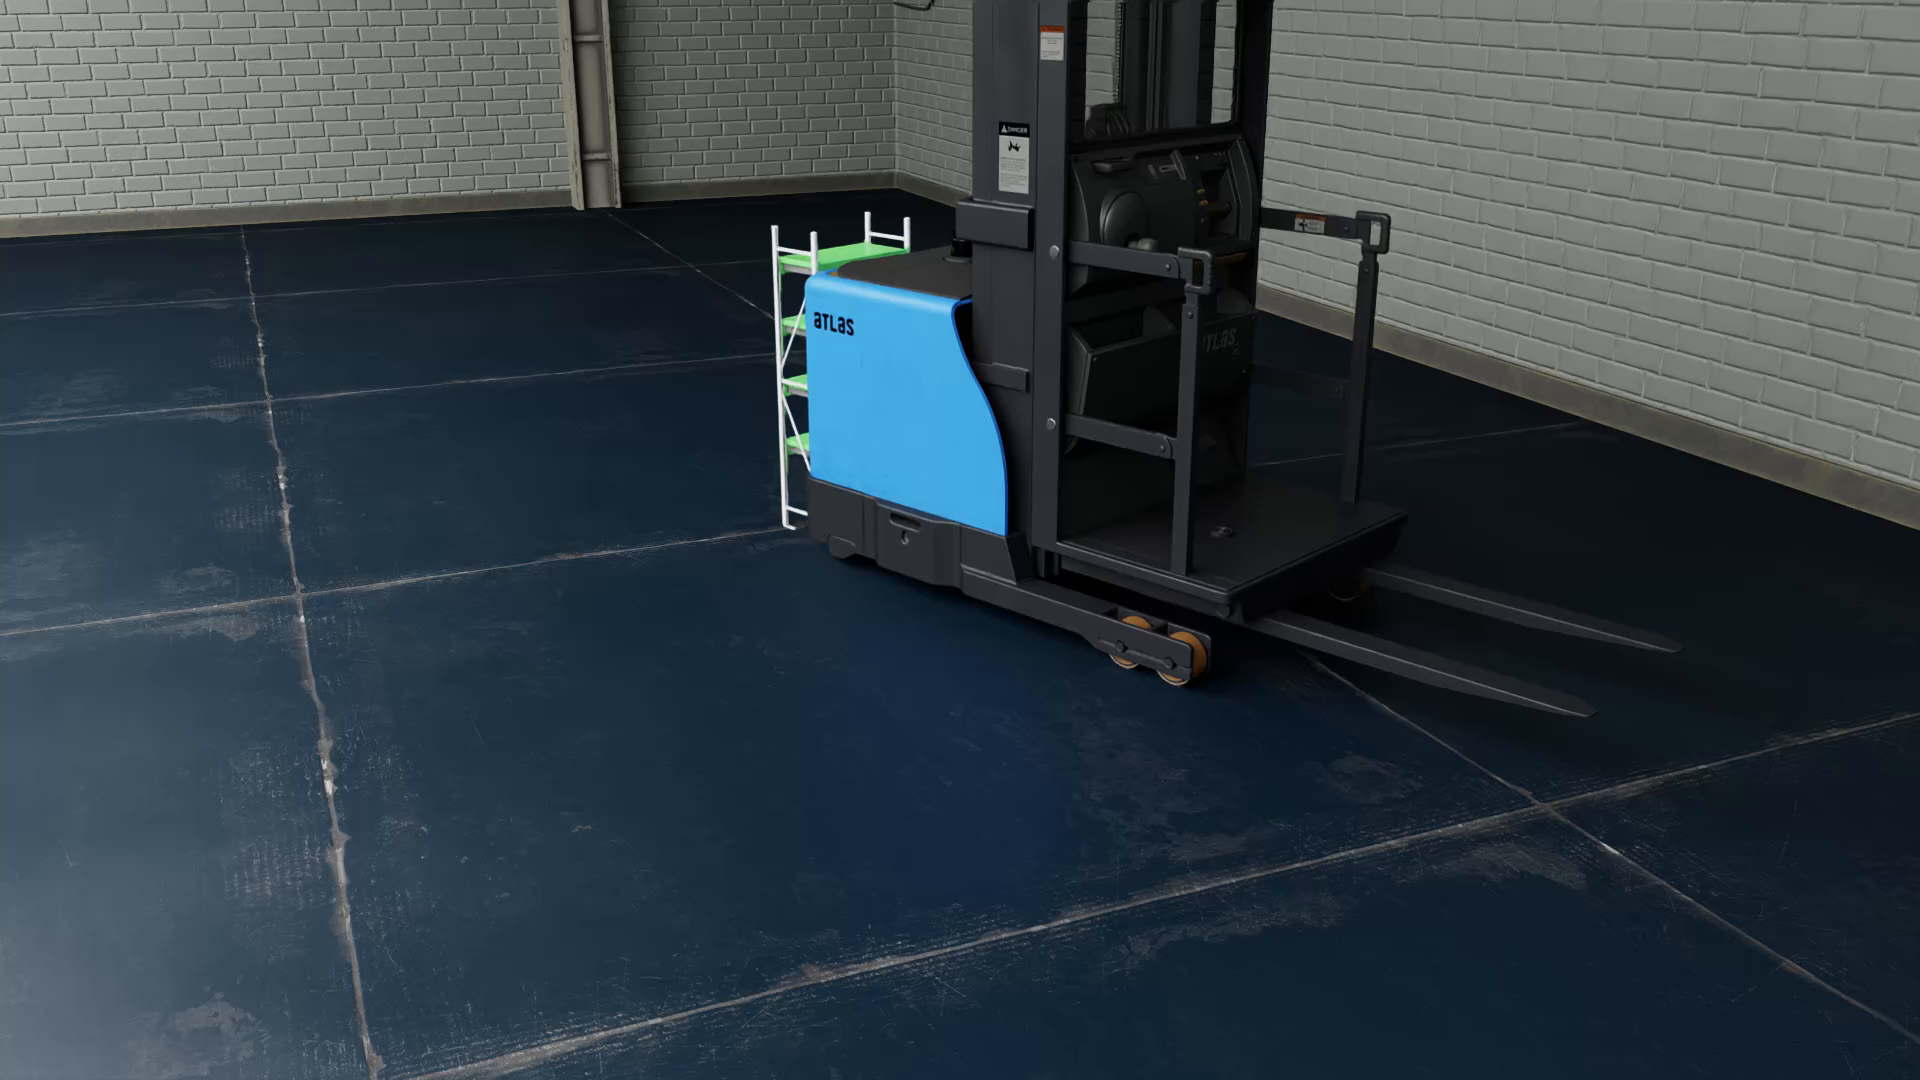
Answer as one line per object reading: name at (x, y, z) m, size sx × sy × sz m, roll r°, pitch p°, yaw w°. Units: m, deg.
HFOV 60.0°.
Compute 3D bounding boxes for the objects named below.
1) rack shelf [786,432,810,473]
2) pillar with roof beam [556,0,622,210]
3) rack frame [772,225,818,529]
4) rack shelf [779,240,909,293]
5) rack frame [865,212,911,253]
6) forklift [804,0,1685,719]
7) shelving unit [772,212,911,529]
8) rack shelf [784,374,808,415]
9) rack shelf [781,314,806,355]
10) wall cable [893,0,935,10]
rack shelf at (-0.452, -0.368, 6.675) m, size 0.258 × 0.148 × 0.480 m, roll 17°, pitch 26°, yaw 40°
pillar with roof beam at (-1.604, -5.970, 9.929) m, size 0.400 × 9.000 × 9.100 m, roll -8°, pitch 21°, yaw -22°
rack frame at (-0.619, -0.595, 6.406) m, size 0.240 × 1.200 × 0.015 m, roll 17°, pitch 26°, yaw 40°
rack shelf at (-0.452, -1.047, 6.436) m, size 0.258 × 0.148 × 0.480 m, roll 17°, pitch 26°, yaw 40°
rack frame at (-0.286, -0.714, 6.743) m, size 0.240 × 1.200 × 0.015 m, roll 17°, pitch 26°, yaw 40°
forklift at (0.832, -1.120, 5.290) m, size 3.031 × 2.935 × 1.130 m, roll 17°, pitch 26°, yaw 40°
shelving unit at (-0.452, -0.654, 6.574) m, size 0.258 × 1.200 × 0.503 m, roll 17°, pitch 26°, yaw 40°
rack shelf at (-0.452, -0.594, 6.595) m, size 0.258 × 0.148 × 0.480 m, roll 17°, pitch 26°, yaw 40°
rack shelf at (-0.452, -0.821, 6.516) m, size 0.258 × 0.148 × 0.480 m, roll 17°, pitch 26°, yaw 40°
wall cable at (-0.080, -5.803, 14.129) m, size 0.112 × 2.526 × 3.097 m, roll -8°, pitch 21°, yaw -22°
